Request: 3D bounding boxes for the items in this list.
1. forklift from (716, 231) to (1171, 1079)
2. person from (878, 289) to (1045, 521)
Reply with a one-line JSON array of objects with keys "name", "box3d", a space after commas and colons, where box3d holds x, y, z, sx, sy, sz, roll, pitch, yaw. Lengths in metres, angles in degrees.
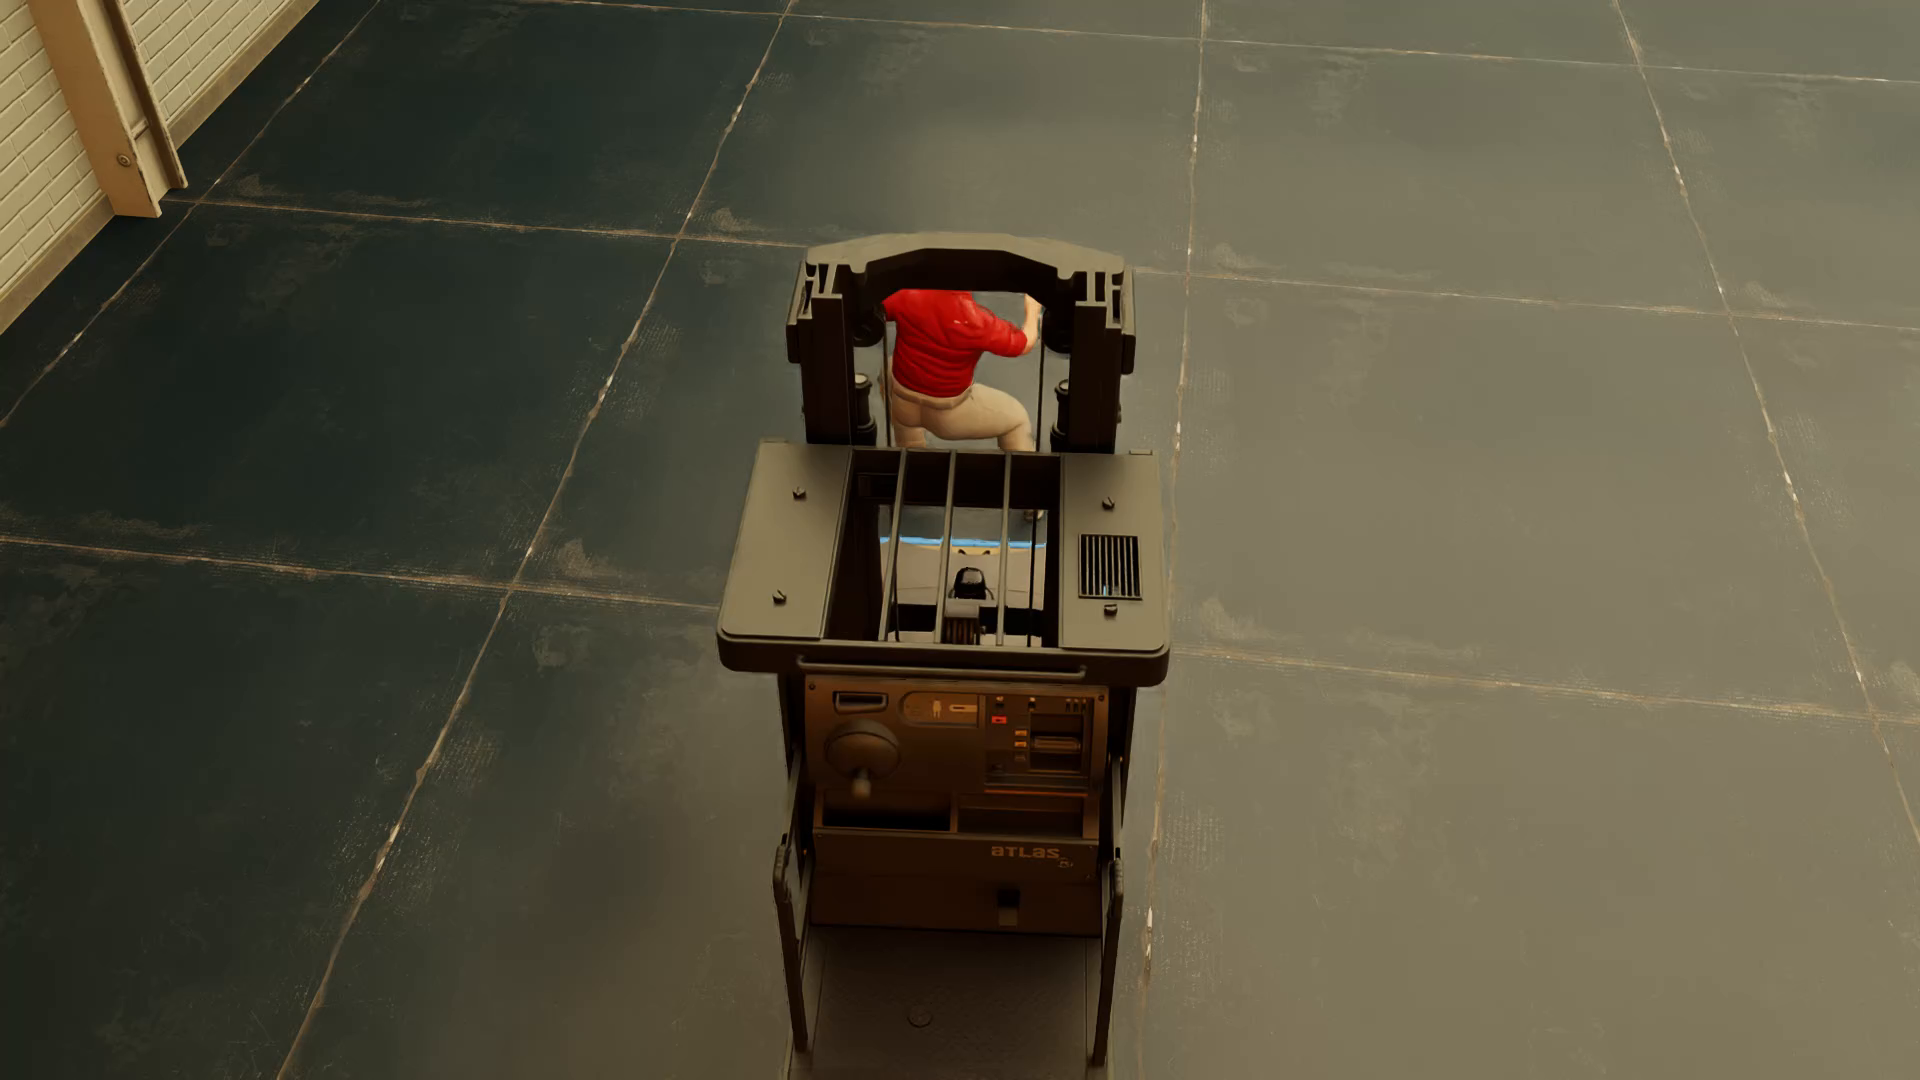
[{"name": "forklift", "box3d": [-0.021, 0.702, 4.961, 1.130, 2.935, 3.031, 2, 43, 2]}, {"name": "person", "box3d": [-0.029, -0.819, 7.650, 0.959, 1.527, 0.746, 14, 44, 15]}]
